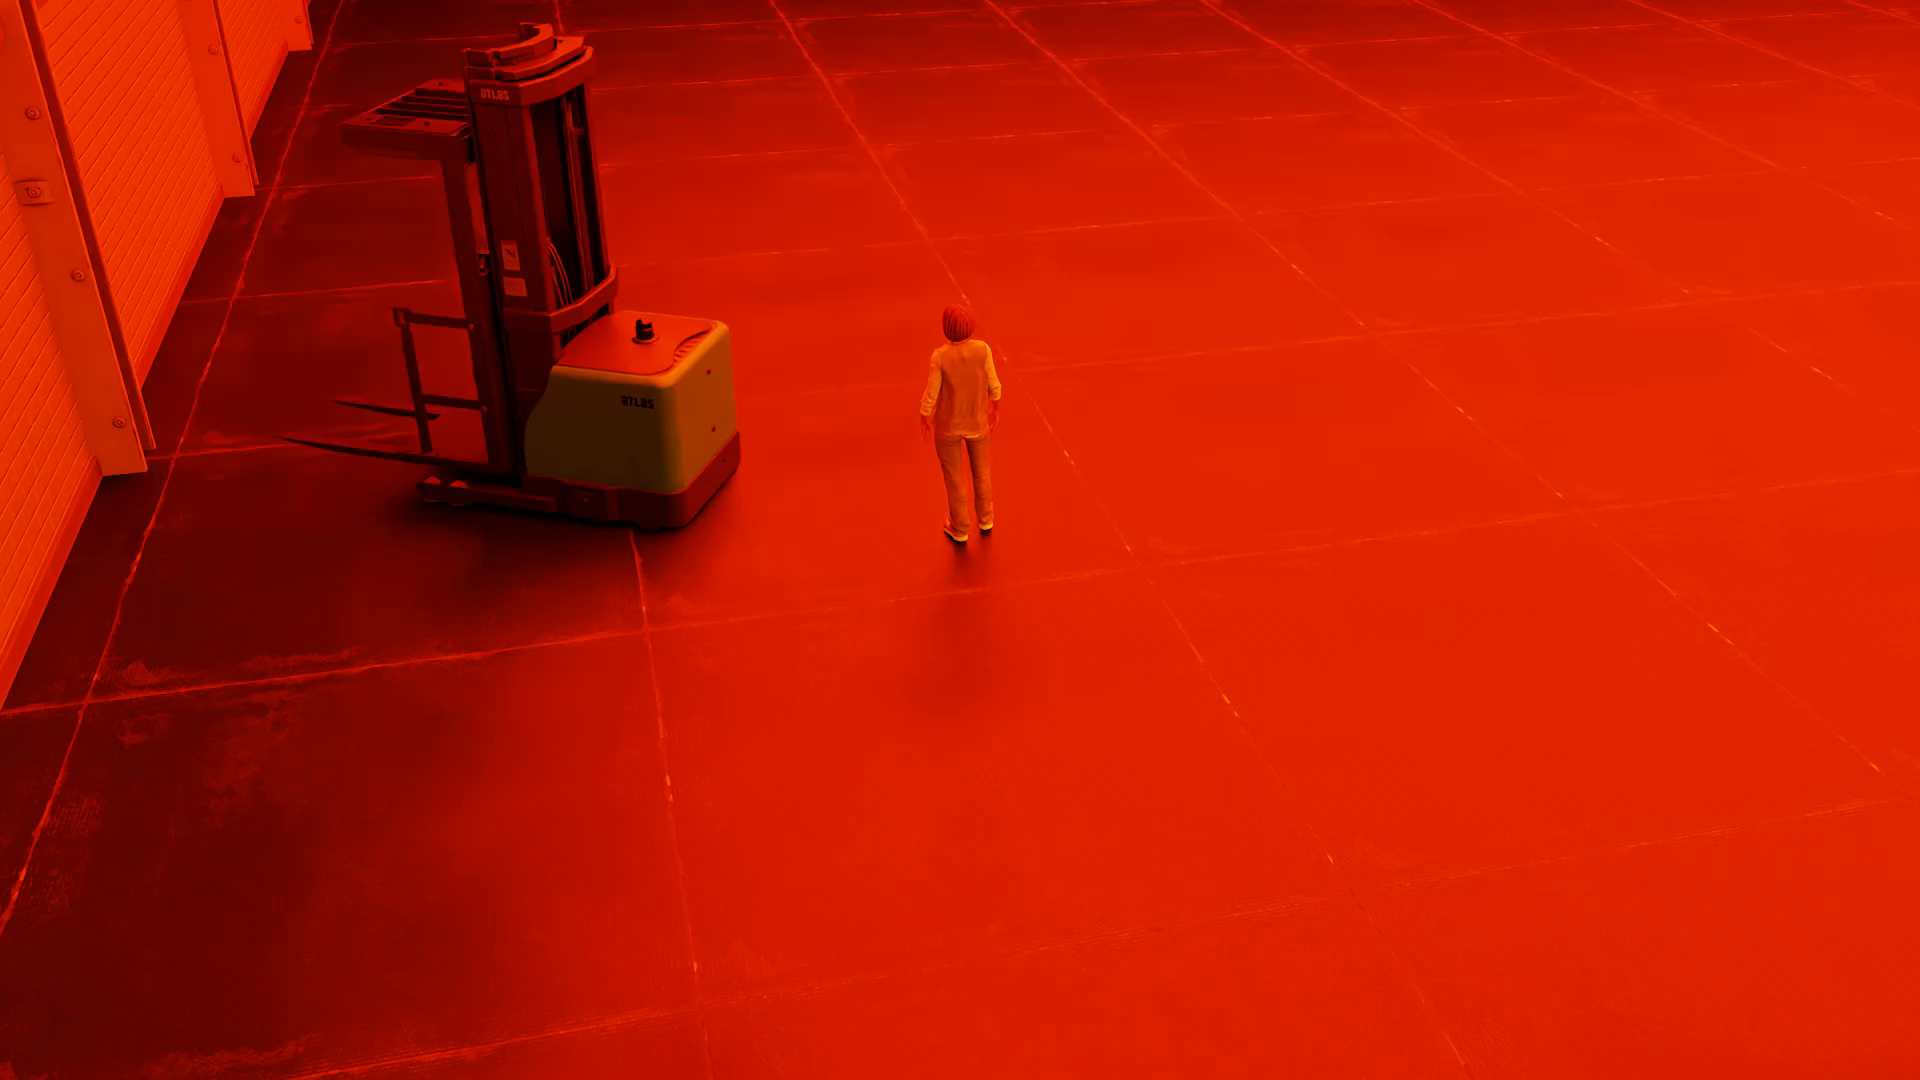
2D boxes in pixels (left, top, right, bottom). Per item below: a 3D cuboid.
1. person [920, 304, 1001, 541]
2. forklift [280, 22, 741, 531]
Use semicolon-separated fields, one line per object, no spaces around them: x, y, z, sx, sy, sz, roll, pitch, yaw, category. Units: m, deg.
-0.004;-0.733;10.162;0.521;1.593;0.475;-7;31;-12;person
-3.059;-1.731;10.564;3.031;2.935;1.130;8;31;13;forklift
